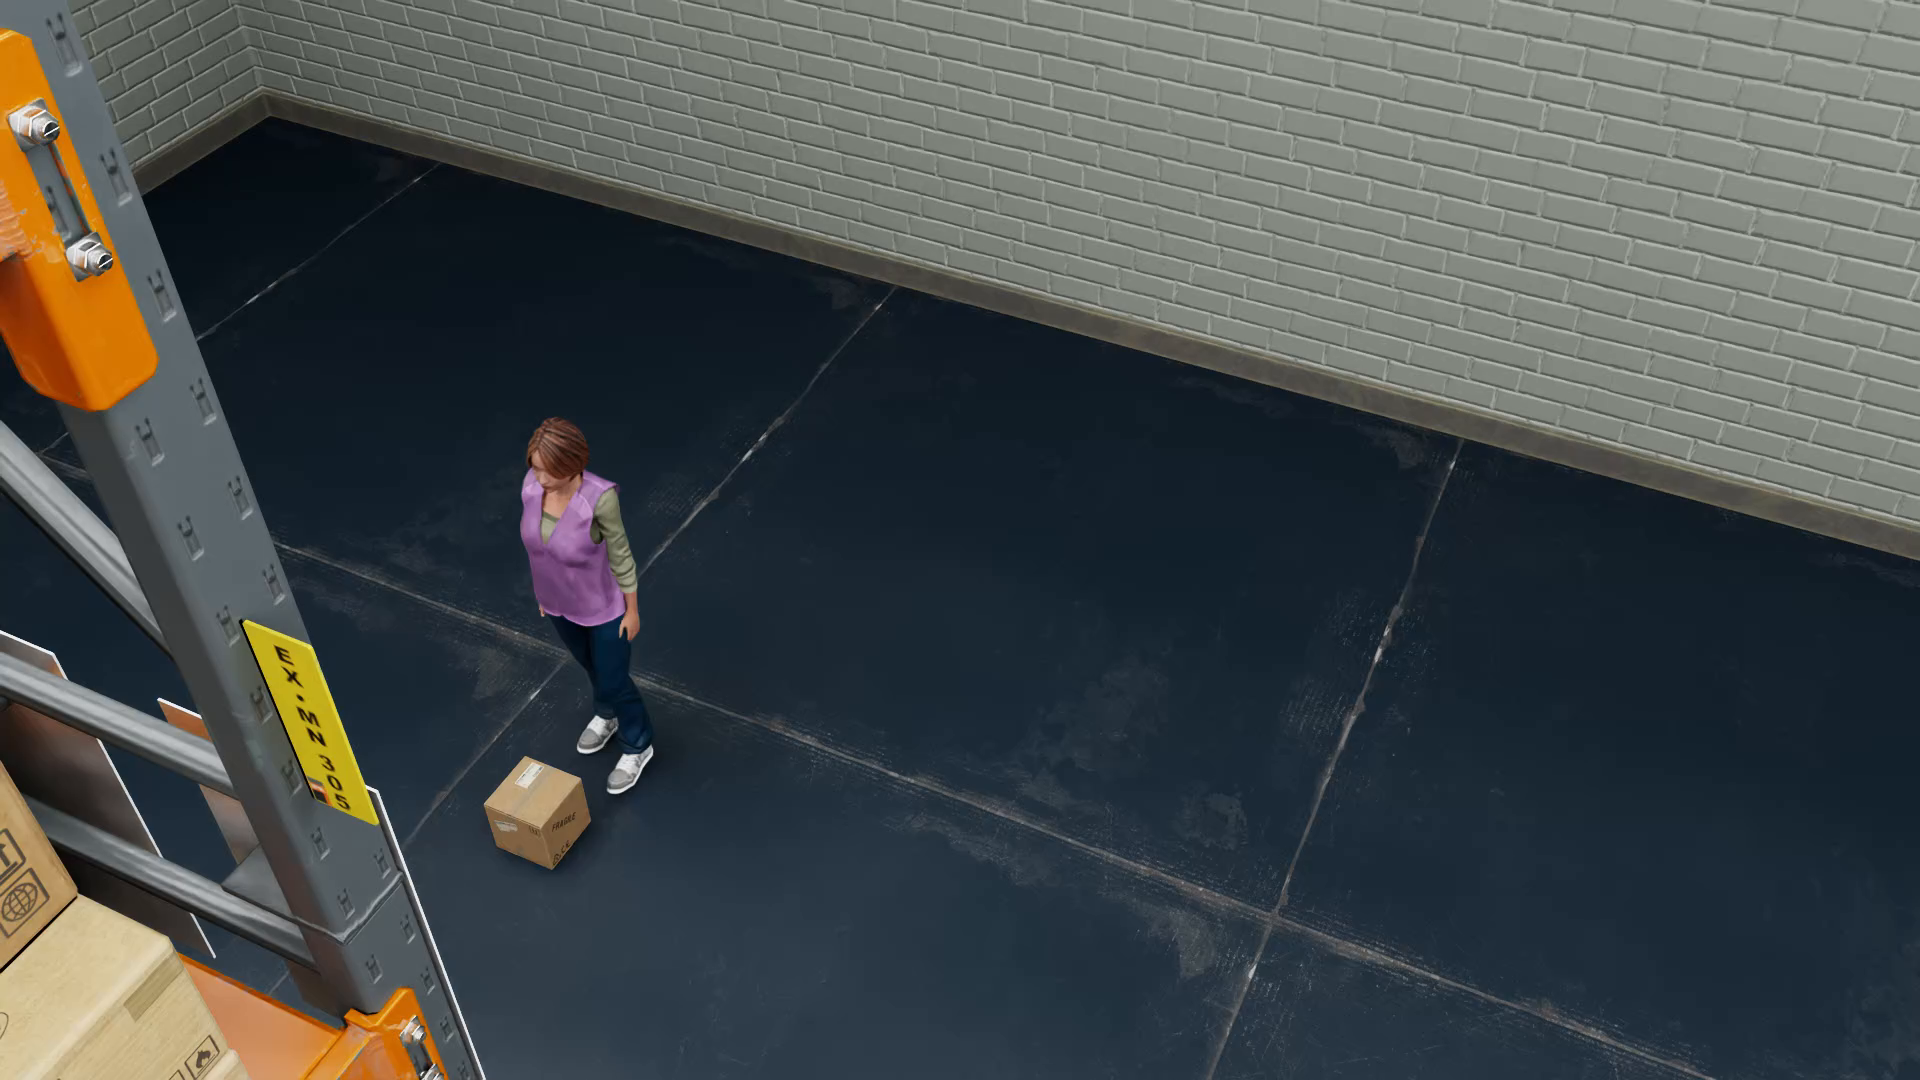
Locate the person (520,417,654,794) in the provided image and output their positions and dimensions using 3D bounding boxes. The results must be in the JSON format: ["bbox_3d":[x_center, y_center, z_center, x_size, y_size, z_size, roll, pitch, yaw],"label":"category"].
[{"bbox_3d":[-1.334,0.227,5.919,0.418,1.600,0.409,18,46,19],"label":"person"}]
